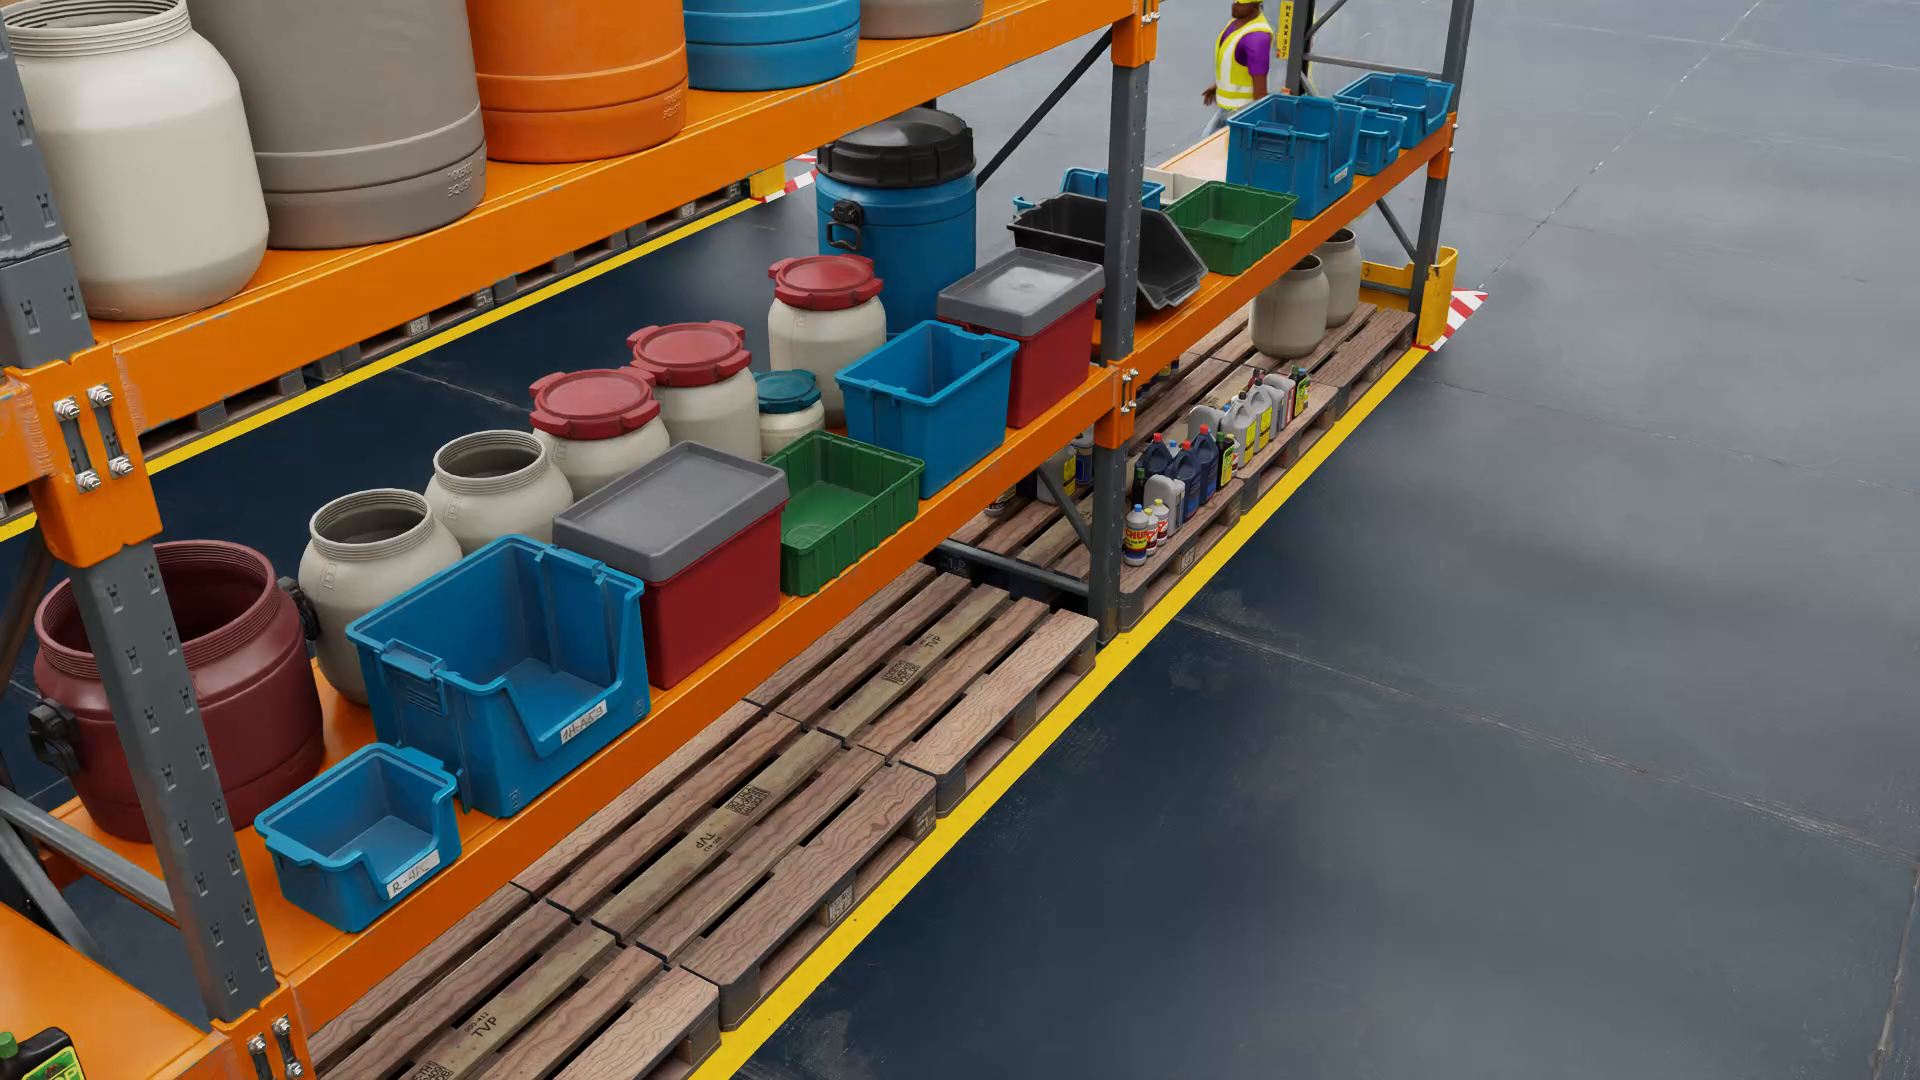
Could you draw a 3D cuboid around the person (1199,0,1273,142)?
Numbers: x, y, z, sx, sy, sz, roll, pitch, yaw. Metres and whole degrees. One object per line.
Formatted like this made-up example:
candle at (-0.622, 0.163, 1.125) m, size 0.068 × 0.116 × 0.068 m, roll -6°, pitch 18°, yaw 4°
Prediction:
person at (1.827, -2.953, 11.181) m, size 1.005 × 1.717 × 0.674 m, roll 3°, pitch 30°, yaw 4°
